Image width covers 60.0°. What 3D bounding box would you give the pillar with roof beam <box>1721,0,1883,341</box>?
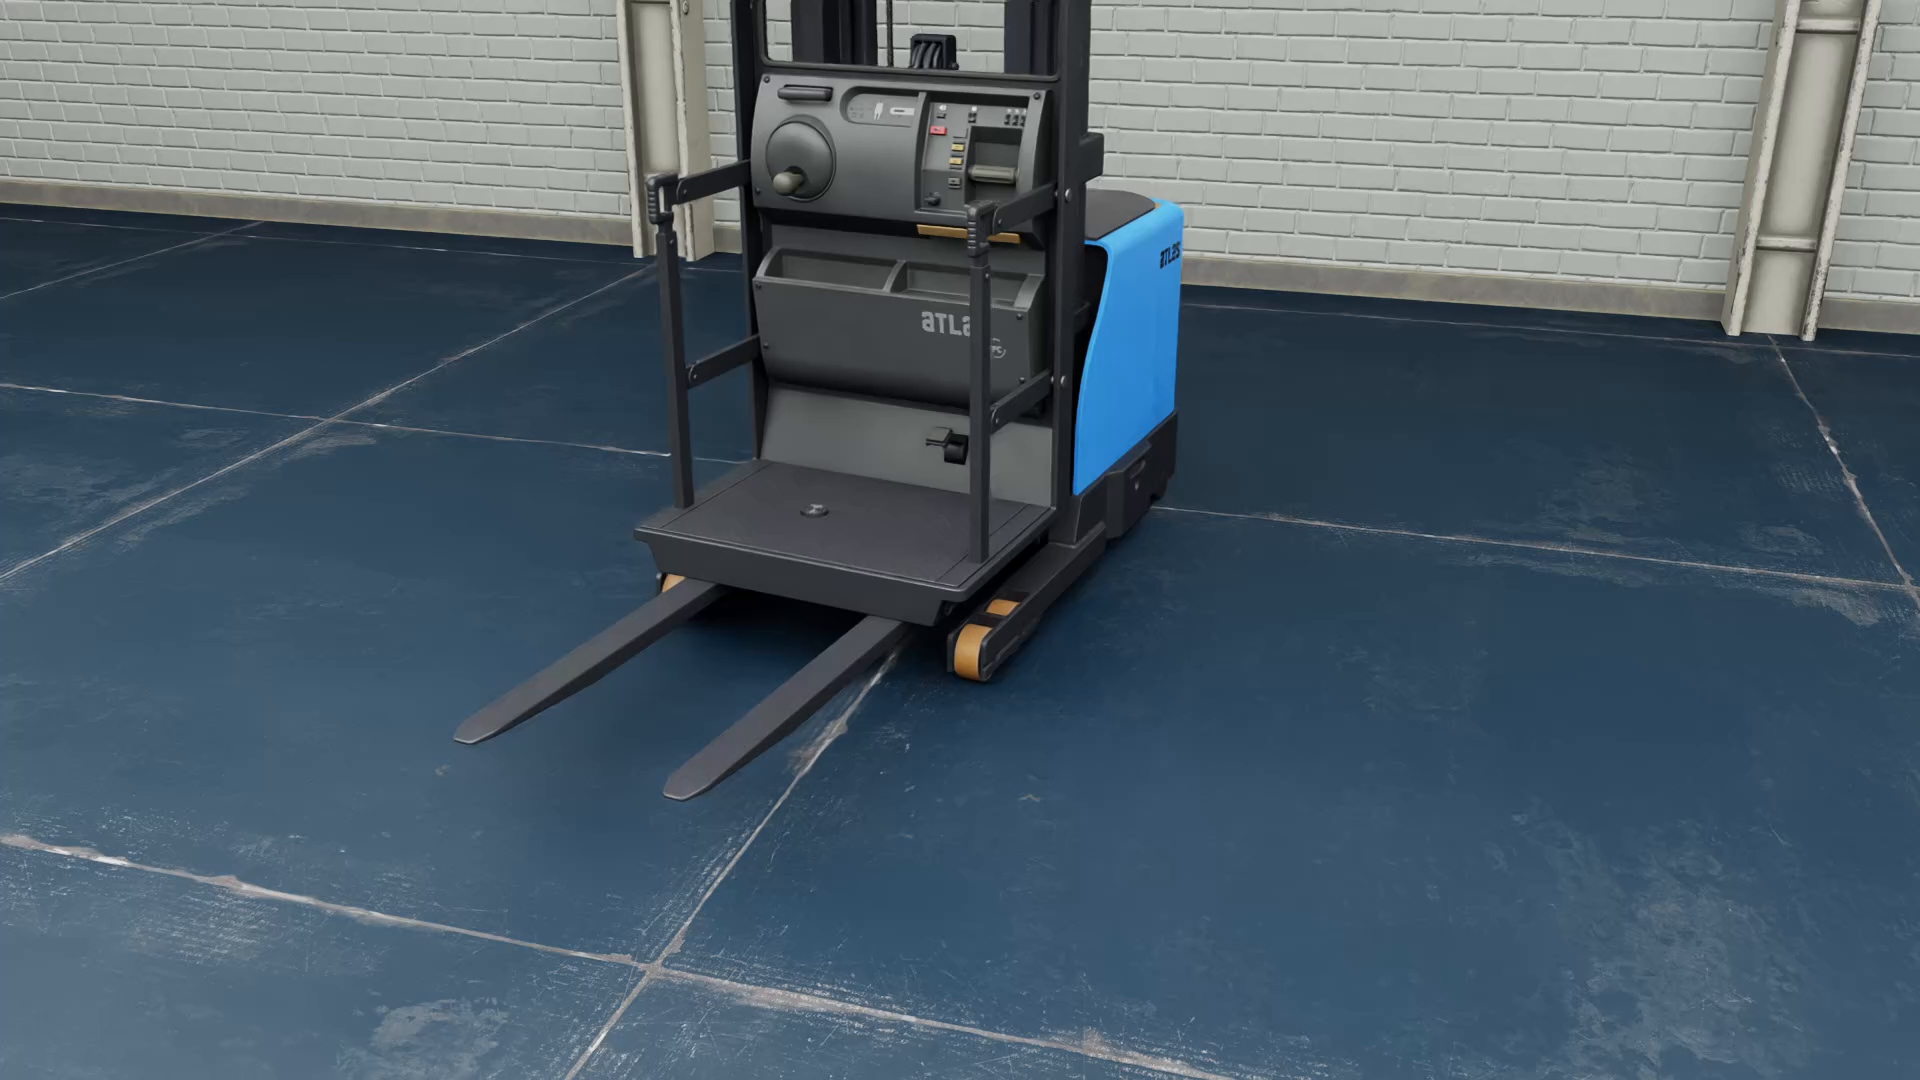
[{"bbox_3d":[2.799,-3.652,2.816,0.400,9.000,9.100,7,23,16],"label":"pillar with roof beam"}]

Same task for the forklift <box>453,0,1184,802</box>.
[{"bbox_3d":[-0.281,-1.137,4.679,1.130,2.935,3.031,10,24,23],"label":"forklift"}]

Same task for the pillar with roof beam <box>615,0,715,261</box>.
[{"bbox_3d":[-2.946,-4.310,4.419,0.400,9.000,9.100,7,23,16],"label":"pillar with roof beam"}]
